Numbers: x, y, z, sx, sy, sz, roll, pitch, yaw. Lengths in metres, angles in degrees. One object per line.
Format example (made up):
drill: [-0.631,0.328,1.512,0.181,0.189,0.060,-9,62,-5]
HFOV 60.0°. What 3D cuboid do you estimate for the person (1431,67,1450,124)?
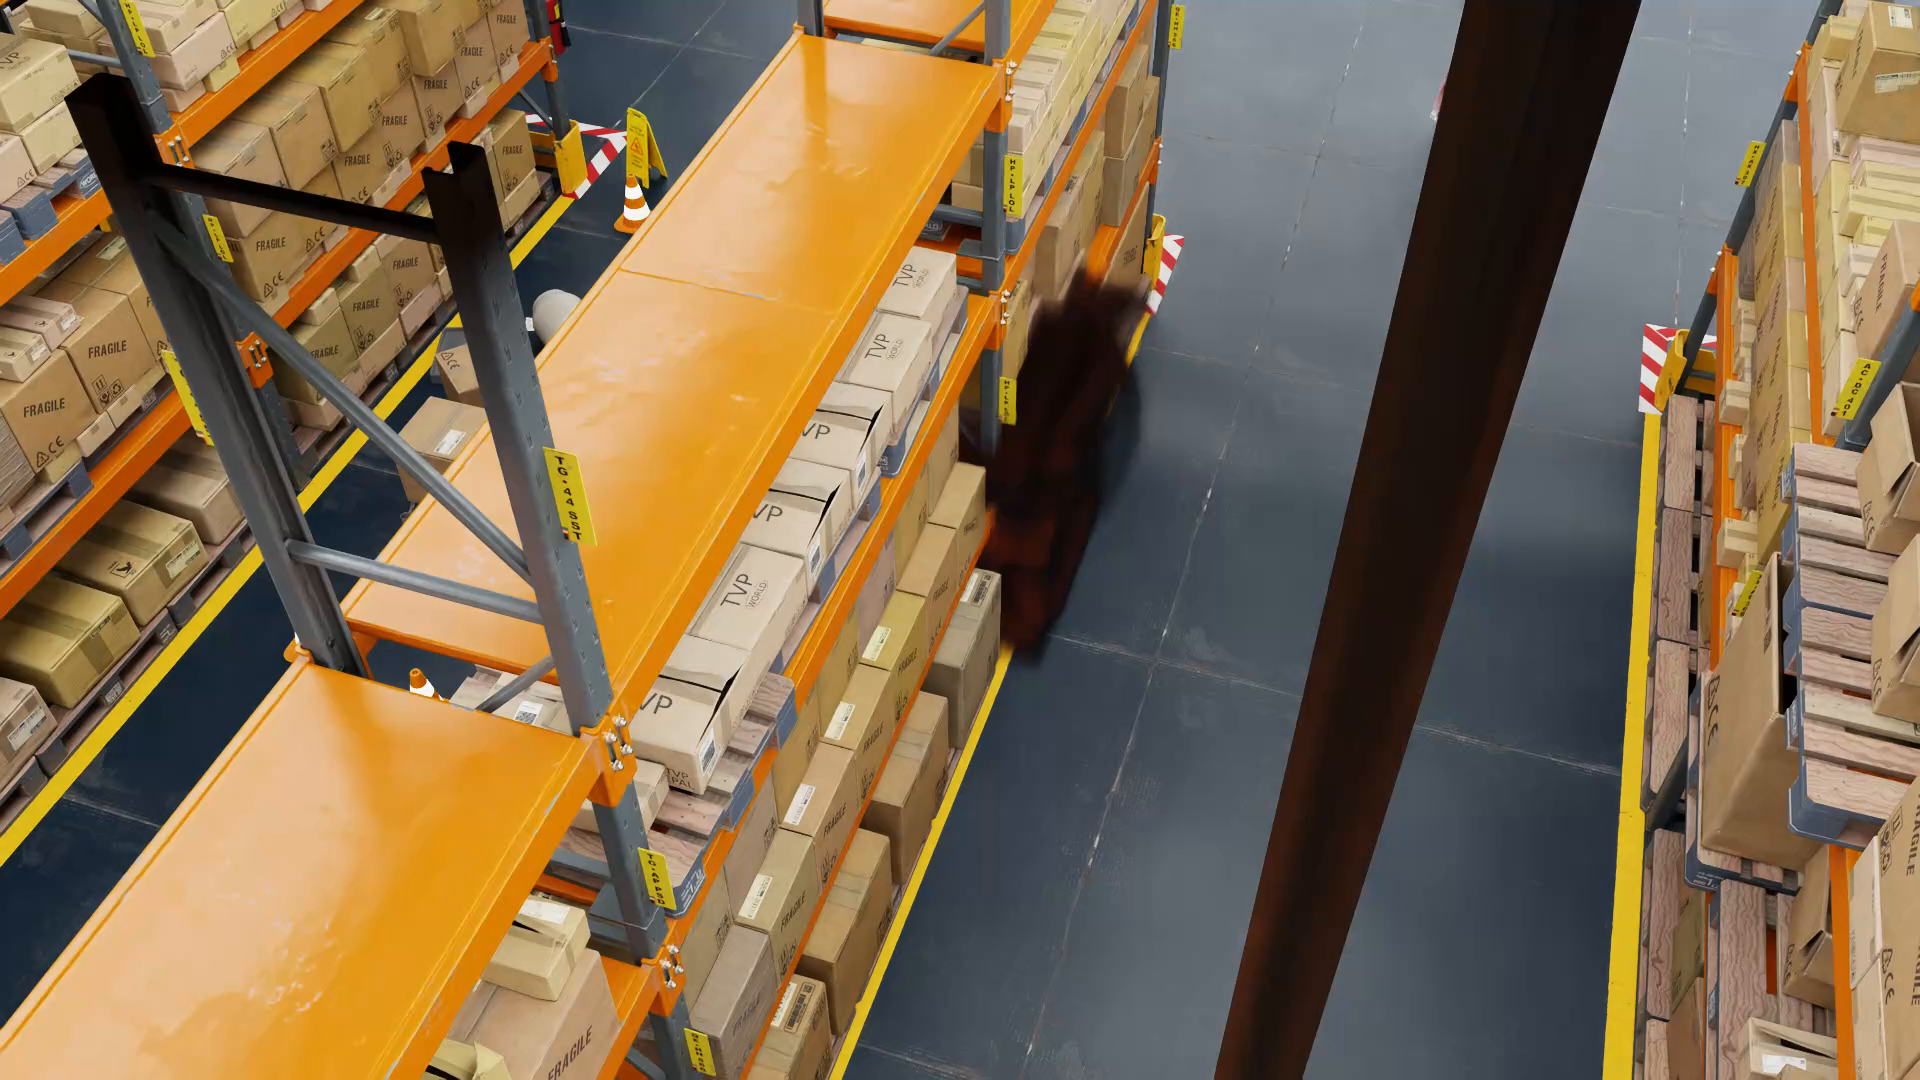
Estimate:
person: [4.344,-4.272,14.155,0.365,1.707,0.570,11,47,11]
